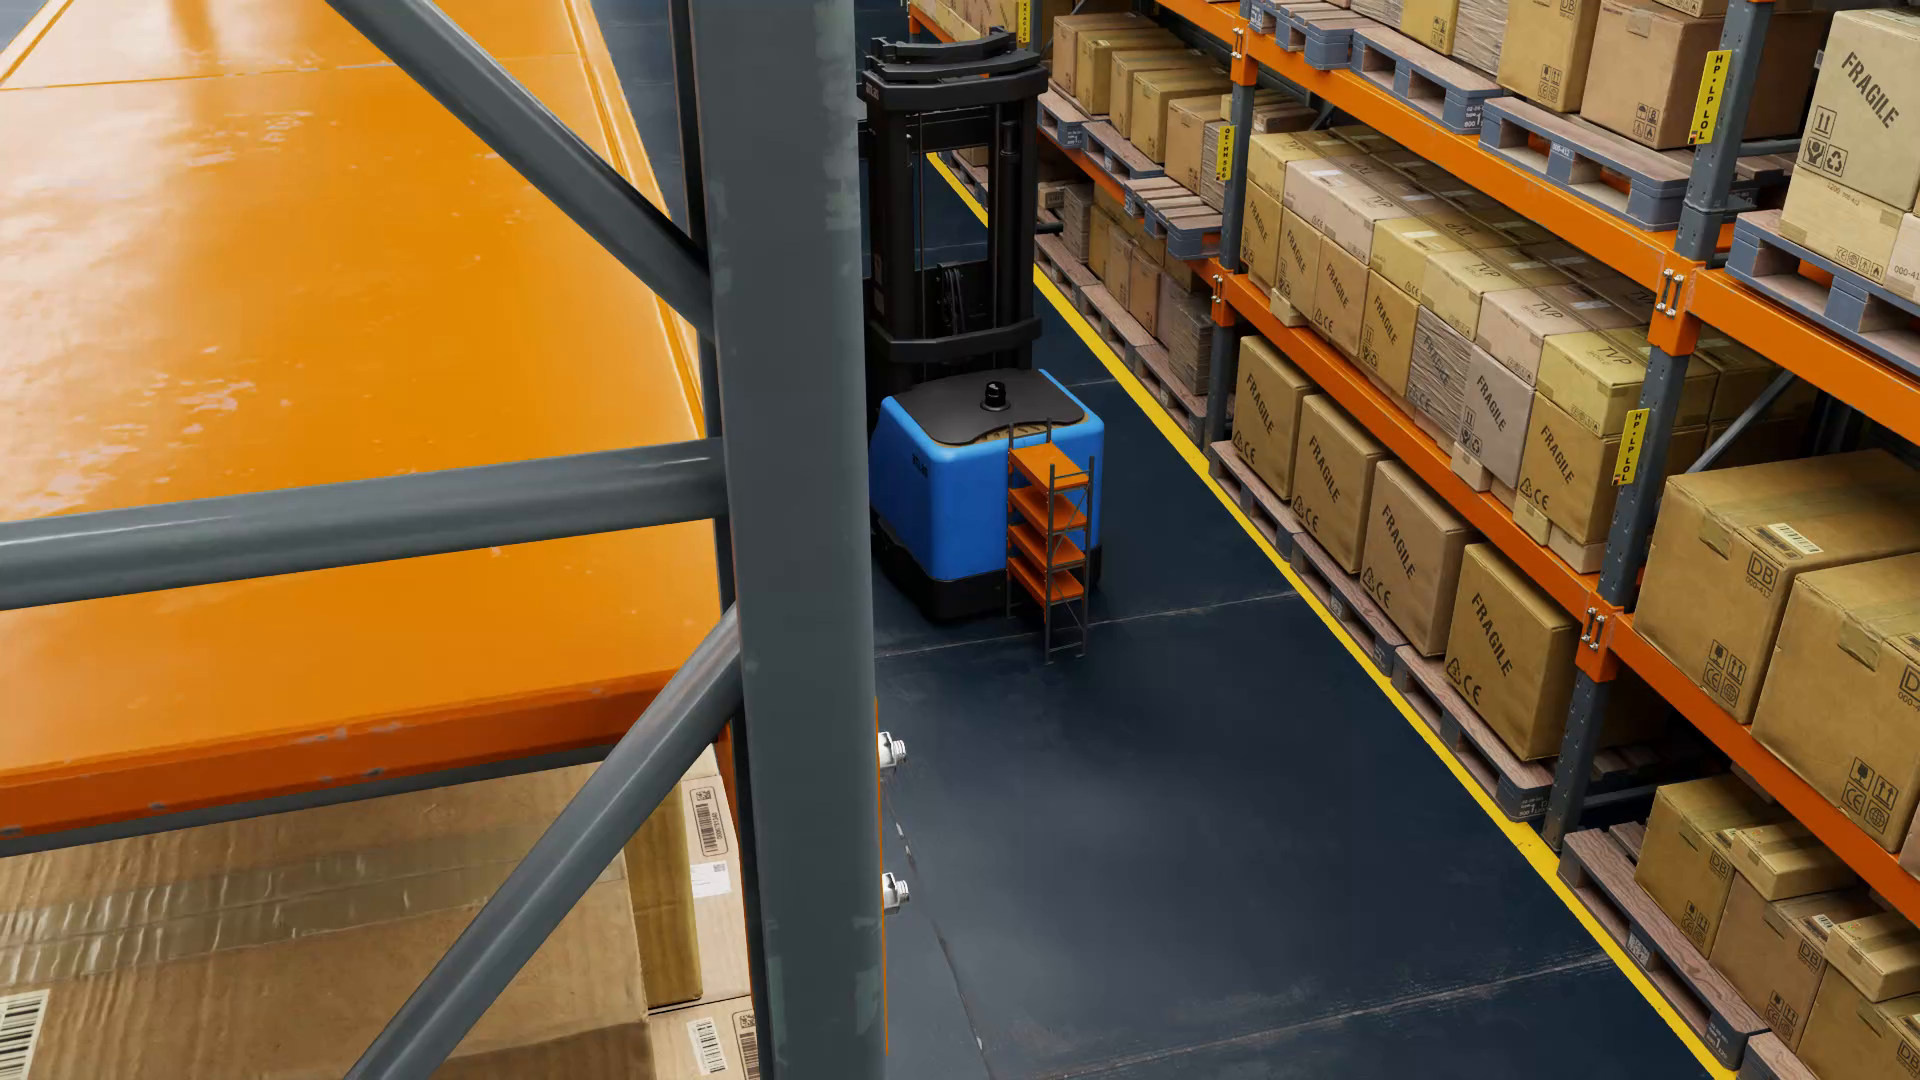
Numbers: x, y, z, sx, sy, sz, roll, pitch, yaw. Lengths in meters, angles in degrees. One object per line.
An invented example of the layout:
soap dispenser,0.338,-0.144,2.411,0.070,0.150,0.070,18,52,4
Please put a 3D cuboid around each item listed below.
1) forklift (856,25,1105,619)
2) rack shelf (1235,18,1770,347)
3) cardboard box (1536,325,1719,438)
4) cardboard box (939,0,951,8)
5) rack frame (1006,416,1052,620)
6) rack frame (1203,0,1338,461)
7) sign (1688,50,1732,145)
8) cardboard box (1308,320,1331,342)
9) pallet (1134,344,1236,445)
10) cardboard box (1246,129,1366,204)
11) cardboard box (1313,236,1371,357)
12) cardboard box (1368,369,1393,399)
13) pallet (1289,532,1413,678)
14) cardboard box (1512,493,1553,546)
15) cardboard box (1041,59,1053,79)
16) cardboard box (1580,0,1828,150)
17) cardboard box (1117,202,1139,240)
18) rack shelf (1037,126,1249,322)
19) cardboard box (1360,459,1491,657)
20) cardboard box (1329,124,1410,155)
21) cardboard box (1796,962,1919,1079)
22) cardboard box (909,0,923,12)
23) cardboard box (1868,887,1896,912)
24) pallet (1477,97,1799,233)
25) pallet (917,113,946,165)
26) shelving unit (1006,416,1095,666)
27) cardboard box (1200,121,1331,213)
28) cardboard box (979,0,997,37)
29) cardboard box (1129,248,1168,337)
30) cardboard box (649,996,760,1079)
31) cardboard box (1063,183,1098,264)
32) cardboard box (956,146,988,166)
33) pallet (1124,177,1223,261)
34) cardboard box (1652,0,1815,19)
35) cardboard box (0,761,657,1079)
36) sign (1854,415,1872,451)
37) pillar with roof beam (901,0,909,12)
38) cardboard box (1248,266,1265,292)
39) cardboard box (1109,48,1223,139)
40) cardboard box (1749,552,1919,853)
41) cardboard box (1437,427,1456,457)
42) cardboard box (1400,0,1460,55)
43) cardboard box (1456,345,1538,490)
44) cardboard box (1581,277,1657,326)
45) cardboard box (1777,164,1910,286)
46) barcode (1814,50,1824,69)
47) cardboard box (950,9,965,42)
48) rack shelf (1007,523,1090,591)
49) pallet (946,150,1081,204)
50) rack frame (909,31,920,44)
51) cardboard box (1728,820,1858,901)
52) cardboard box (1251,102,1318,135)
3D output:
forklift,-0.248,-1.558,9.747,1.130,2.935,3.031,-12,32,-20
rack shelf,2.629,-1.927,8.039,1.077,0.370,4.000,-8,31,-13
cardboard box,2.790,-0.671,6.980,0.500,0.250,0.500,-7,31,-12
cardboard box,0.065,-5.277,15.485,0.500,0.500,0.500,-9,31,-15
rack frame,0.367,-0.104,8.962,0.240,1.200,0.015,-12,32,-20
rack frame,2.099,-1.906,10.279,1.000,3.000,0.127,-8,31,-13
sign,2.640,-1.555,5.849,0.100,0.325,0.005,-8,31,-13
cardboard box,2.196,-1.248,9.374,0.380,0.149,0.250,-8,31,-14
pallet,1.893,-1.077,11.630,1.003,0.211,1.213,-8,31,-13
cardboard box,1.978,-2.144,9.525,0.500,0.250,0.500,-7,31,-12
cardboard box,2.242,-1.324,8.857,0.500,0.500,0.500,-8,31,-13
cardboard box,2.380,-0.877,8.732,0.380,0.149,0.250,-8,31,-13
pallet,2.555,0.280,9.287,1.003,0.211,1.213,-8,31,-13
cardboard box,2.708,-0.118,7.422,0.380,0.149,0.250,-7,31,-12
cardboard box,0.619,-3.970,13.975,0.500,0.250,0.500,-8,31,-13
cardboard box,3.033,-1.945,6.815,0.700,0.500,0.500,-10,31,-16
cardboard box,1.510,-2.455,12.535,0.500,0.250,0.500,-9,31,-15
rack shelf,1.568,-2.560,12.129,1.077,0.370,4.000,-8,31,-13
cardboard box,2.624,0.049,8.629,0.750,0.750,0.750,-7,31,-12
cardboard box,2.469,-2.226,9.668,0.500,0.250,0.500,-7,31,-12
cardboard box,3.524,1.792,5.966,0.700,0.500,0.500,-7,31,-12
cardboard box,-0.201,-5.435,16.507,0.500,0.250,0.500,-9,31,-15
cardboard box,3.625,1.305,6.160,0.380,0.149,0.250,-9,31,-15
pallet,2.869,-1.626,6.992,0.805,0.209,1.217,-9,31,-15
pallet,0.177,-4.129,16.904,1.003,0.211,1.213,-8,31,-13
shelving unit,0.463,0.009,8.768,0.258,1.200,0.503,-12,32,-20
cardboard box,1.964,-2.365,10.534,0.700,0.500,0.500,-12,32,-19
cardboard box,0.475,-4.534,14.200,0.500,0.500,0.500,-8,31,-14
cardboard box,1.673,-1.856,12.249,0.700,0.500,0.500,-8,31,-14
cardboard box,-0.438,0.886,2.112,0.500,0.250,0.500,-8,31,-13
cardboard box,1.248,-2.593,13.523,0.700,0.500,0.500,-7,31,-12
cardboard box,0.370,-3.896,15.774,0.700,0.500,0.500,-10,31,-16
pallet,1.807,-2.153,10.898,1.213,0.211,1.003,-8,31,-13
cardboard box,3.053,-2.273,6.632,0.500,0.250,0.500,-6,31,-10
cardboard box,-0.705,0.598,1.861,0.700,0.500,0.500,-8,31,-13
sign,3.695,-0.457,6.834,0.100,0.325,0.005,-8,31,-13
pillar with roof beam,-4.748,-10.468,19.084,9.100,9.000,0.400,-8,31,-13
cardboard box,1.963,-1.616,10.009,0.380,0.149,0.250,-8,31,-14
cardboard box,1.485,-3.236,12.039,0.700,0.500,0.500,-4,30,-6
cardboard box,3.477,0.514,5.800,0.980,0.700,0.700,-9,31,-15
cardboard box,2.555,-0.496,8.074,0.380,0.149,0.250,-8,31,-13
cardboard box,2.608,-2.693,8.107,0.700,0.500,0.500,-6,31,-11
cardboard box,2.650,-0.589,7.588,0.500,0.500,0.500,-8,31,-13
cardboard box,3.144,-0.988,7.528,0.500,0.250,0.500,-7,31,-13
cardboard box,3.090,-1.063,5.460,0.500,0.250,0.500,-8,31,-13
barcode,3.340,-1.860,6.447,0.001,0.075,0.075,-5,30,-9
cardboard box,0.212,-4.695,15.229,0.500,0.250,0.500,-8,31,-13
rack shelf,0.463,0.067,8.802,0.258,0.148,0.480,-12,32,-20
pallet,0.497,-3.541,15.888,1.003,0.211,1.213,-8,31,-13
rack frame,-0.025,-5.770,16.955,1.000,3.000,0.127,-8,31,-13
cardboard box,3.175,1.210,6.325,0.380,0.149,0.250,-7,31,-12
cardboard box,1.978,-2.583,10.263,0.380,0.149,0.250,-12,32,-20
